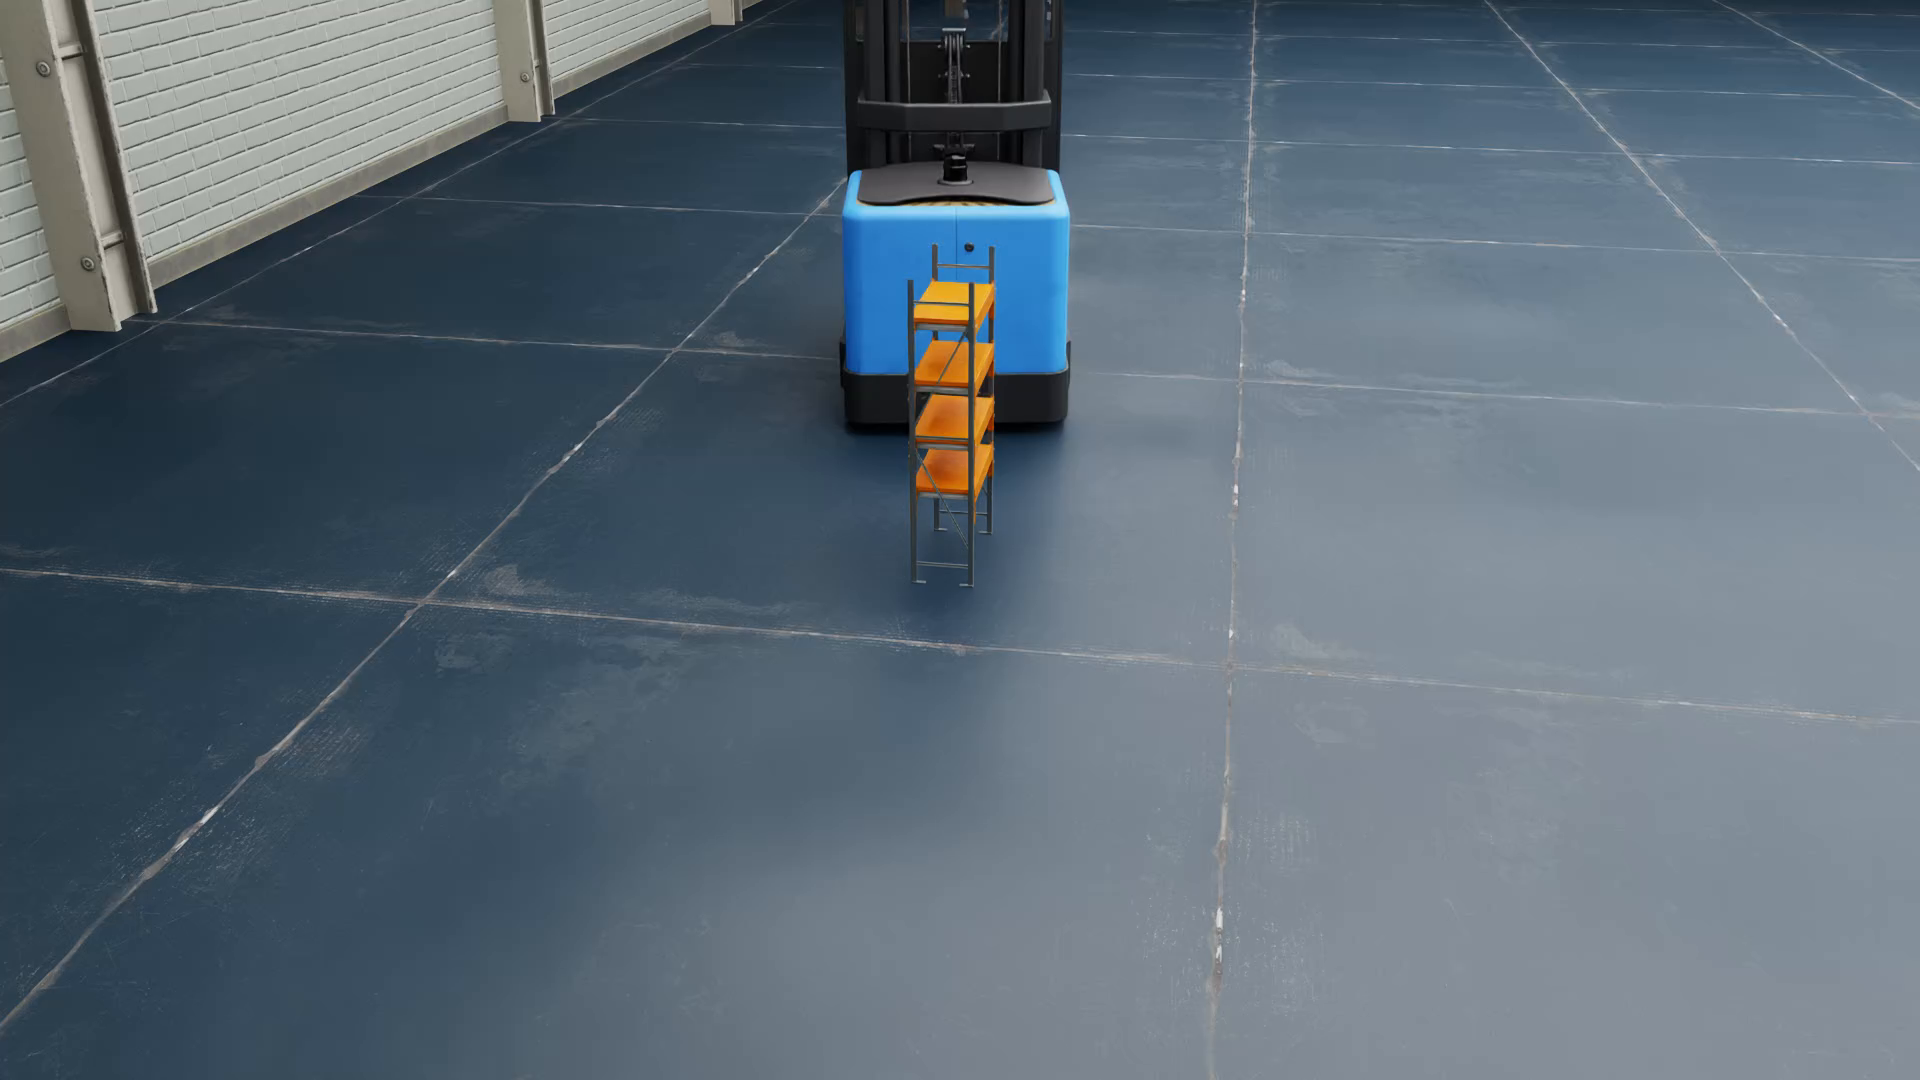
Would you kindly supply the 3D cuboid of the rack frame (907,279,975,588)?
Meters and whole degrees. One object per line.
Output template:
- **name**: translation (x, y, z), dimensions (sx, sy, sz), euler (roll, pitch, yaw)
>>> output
- **rack frame**: translation (-0.067, -0.372, 6.130), dimensions (0.240, 1.200, 0.015), euler (4, 25, 9)

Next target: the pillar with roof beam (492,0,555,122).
- **pillar with roof beam**: translation (0.430, -7.535, 12.233), dimensions (9.100, 9.000, 0.400), euler (4, 25, 9)

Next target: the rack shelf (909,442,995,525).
- **rack shelf**: translation (-0.027, -0.233, 6.460), dimensions (0.258, 0.148, 0.480), euler (4, 25, 9)

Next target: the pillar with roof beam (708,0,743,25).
- **pillar with roof beam**: translation (1.410, -10.045, 17.594), dimensions (9.100, 9.000, 0.400), euler (4, 25, 9)

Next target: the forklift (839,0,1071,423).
- **forklift**: translation (-0.037, -2.450, 8.526), dimensions (1.130, 2.935, 3.031), euler (0, 25, -1)

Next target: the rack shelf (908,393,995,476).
- **rack shelf**: translation (-0.027, -0.413, 6.376), dimensions (0.258, 0.148, 0.480), euler (4, 25, 9)

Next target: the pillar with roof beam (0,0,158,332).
- **pillar with roof beam**: translation (-0.551, -5.026, 6.872), dimensions (9.100, 9.000, 0.400), euler (4, 25, 9)

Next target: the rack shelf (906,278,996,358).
- **rack shelf**: translation (-0.027, -0.830, 6.181), dimensions (0.258, 0.148, 0.480), euler (4, 25, 9)

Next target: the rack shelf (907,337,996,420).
- **rack shelf**: translation (-0.027, -0.616, 6.281), dimensions (0.258, 0.148, 0.480), euler (4, 25, 9)

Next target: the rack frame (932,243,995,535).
- **rack frame**: translation (0.013, -0.576, 6.566), dimensions (0.240, 1.200, 0.015), euler (4, 25, 9)

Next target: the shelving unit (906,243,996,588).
- **shelving unit**: translation (-0.027, -0.474, 6.348), dimensions (0.258, 1.200, 0.503), euler (4, 25, 9)
